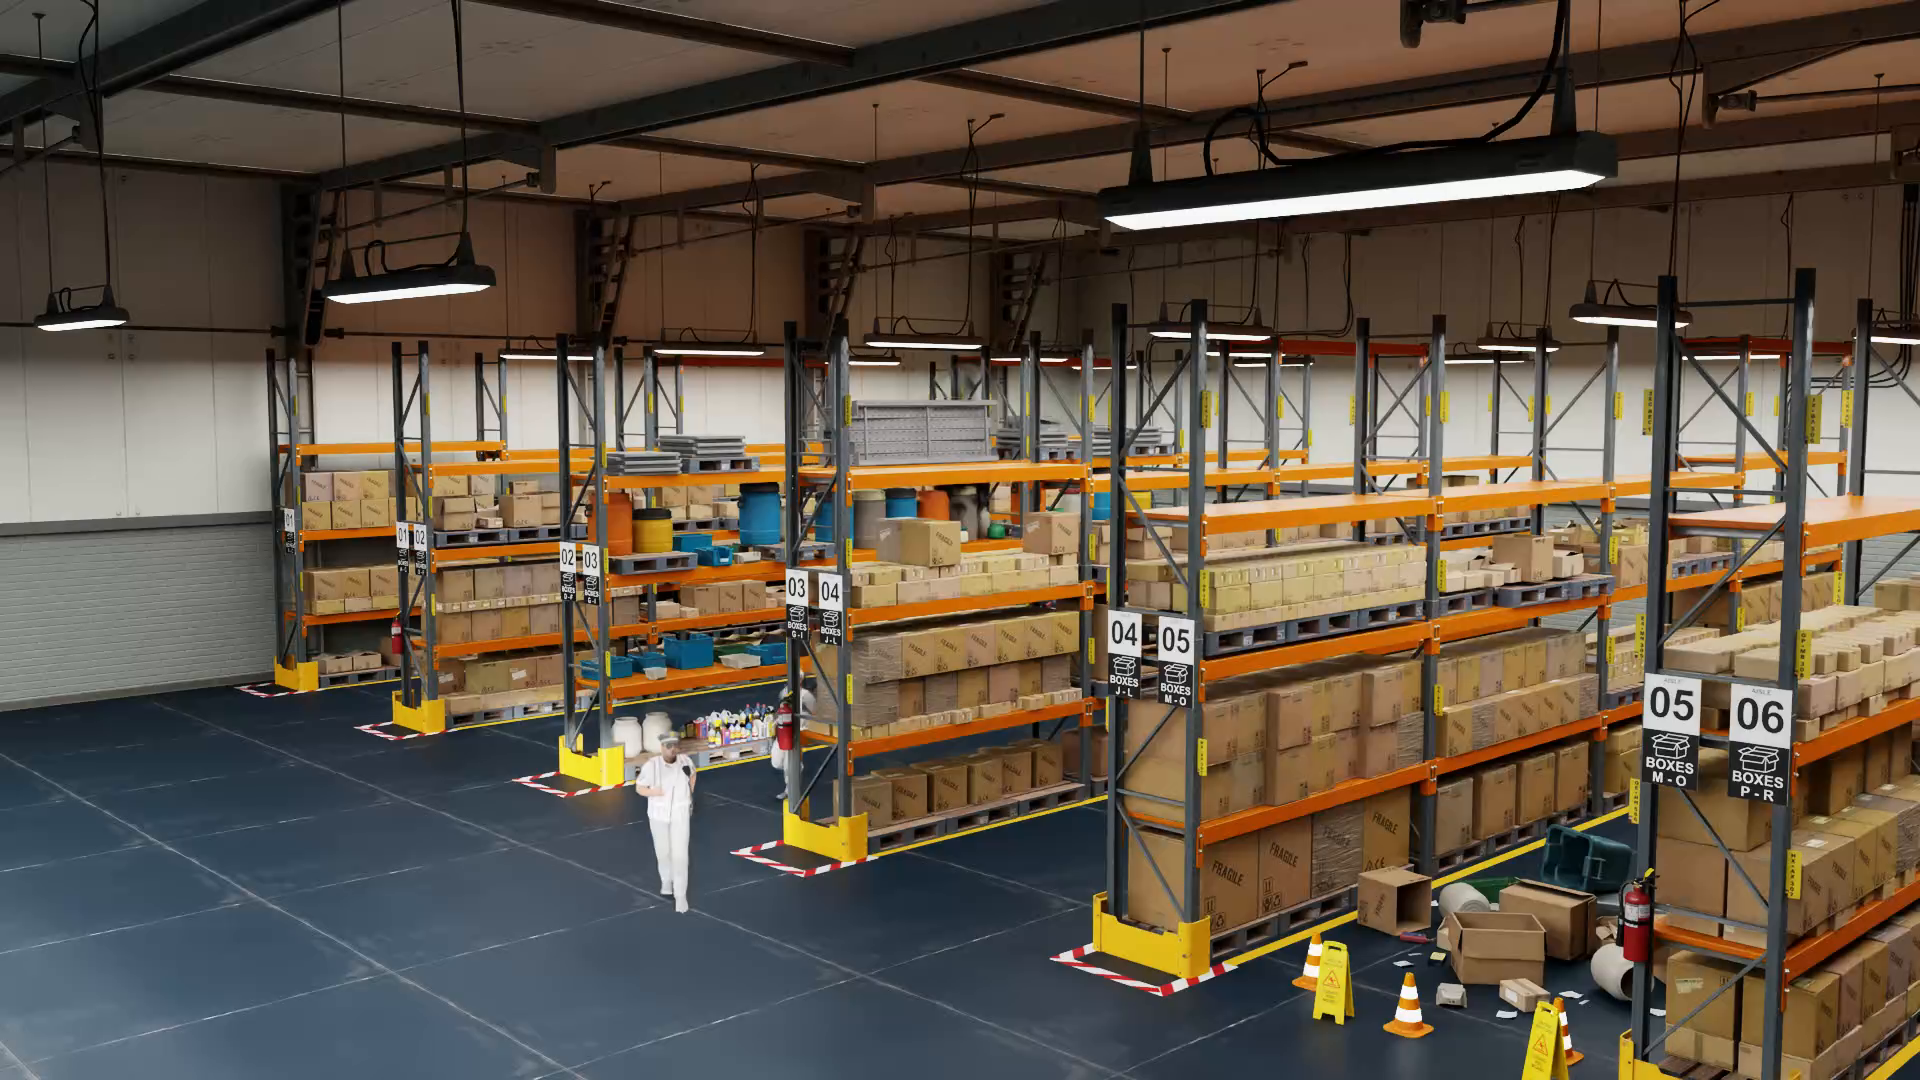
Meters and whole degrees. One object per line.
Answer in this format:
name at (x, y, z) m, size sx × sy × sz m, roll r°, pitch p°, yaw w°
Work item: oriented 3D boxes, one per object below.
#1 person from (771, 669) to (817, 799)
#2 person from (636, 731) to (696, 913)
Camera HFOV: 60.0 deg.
person at (-2.101, 2.474, 21.301) m, size 0.681 × 1.730 × 0.564 m, roll 3°, pitch 6°, yaw 32°
person at (-2.974, 2.837, 16.901) m, size 0.627 × 1.859 × 0.803 m, roll -1°, pitch 5°, yaw -13°
